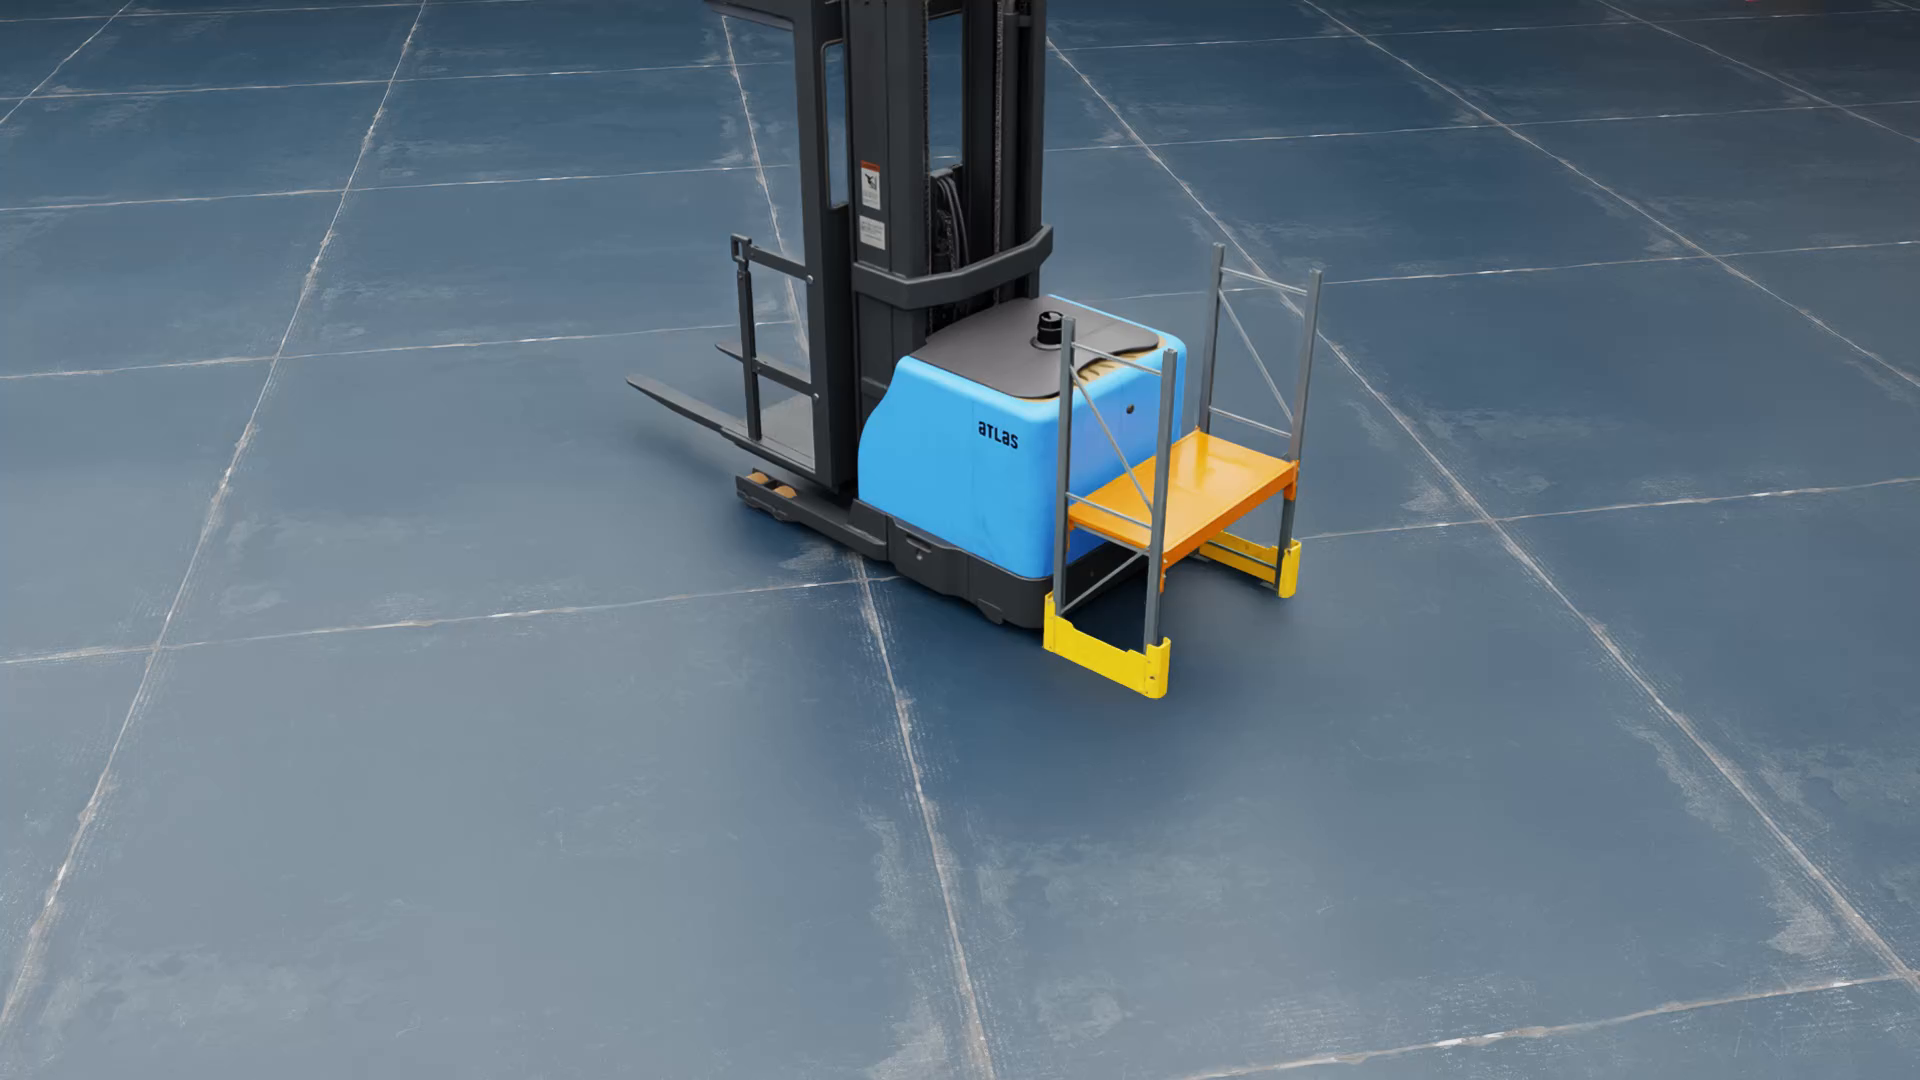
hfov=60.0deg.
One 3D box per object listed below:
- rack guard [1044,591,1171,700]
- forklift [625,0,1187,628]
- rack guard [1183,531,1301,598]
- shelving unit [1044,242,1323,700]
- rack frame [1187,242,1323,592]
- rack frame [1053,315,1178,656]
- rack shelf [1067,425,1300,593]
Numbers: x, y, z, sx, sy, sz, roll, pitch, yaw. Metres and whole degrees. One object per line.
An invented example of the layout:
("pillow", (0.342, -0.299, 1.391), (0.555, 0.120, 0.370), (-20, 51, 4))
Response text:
("rack guard", (0.592, 0.424, 6.783), (0.587, 0.250, 0.087), (24, 38, 34))
("forklift", (-0.436, -1.525, 7.452), (3.031, 2.935, 1.130), (25, 39, 36))
("rack guard", (1.242, 0.041, 7.434), (0.587, 0.250, 0.087), (24, 38, 34))
("shelving unit", (0.917, -0.306, 6.791), (0.587, 1.500, 1.083), (24, 38, 34))
("rack frame", (1.242, -0.498, 7.118), (0.500, 1.500, 0.032), (24, 38, 34))
("rack frame", (0.579, -0.108, 6.453), (0.500, 1.500, 0.032), (24, 38, 34))
("rack shelf", (0.911, -0.148, 6.877), (0.538, 0.185, 1.000), (24, 38, 34))
